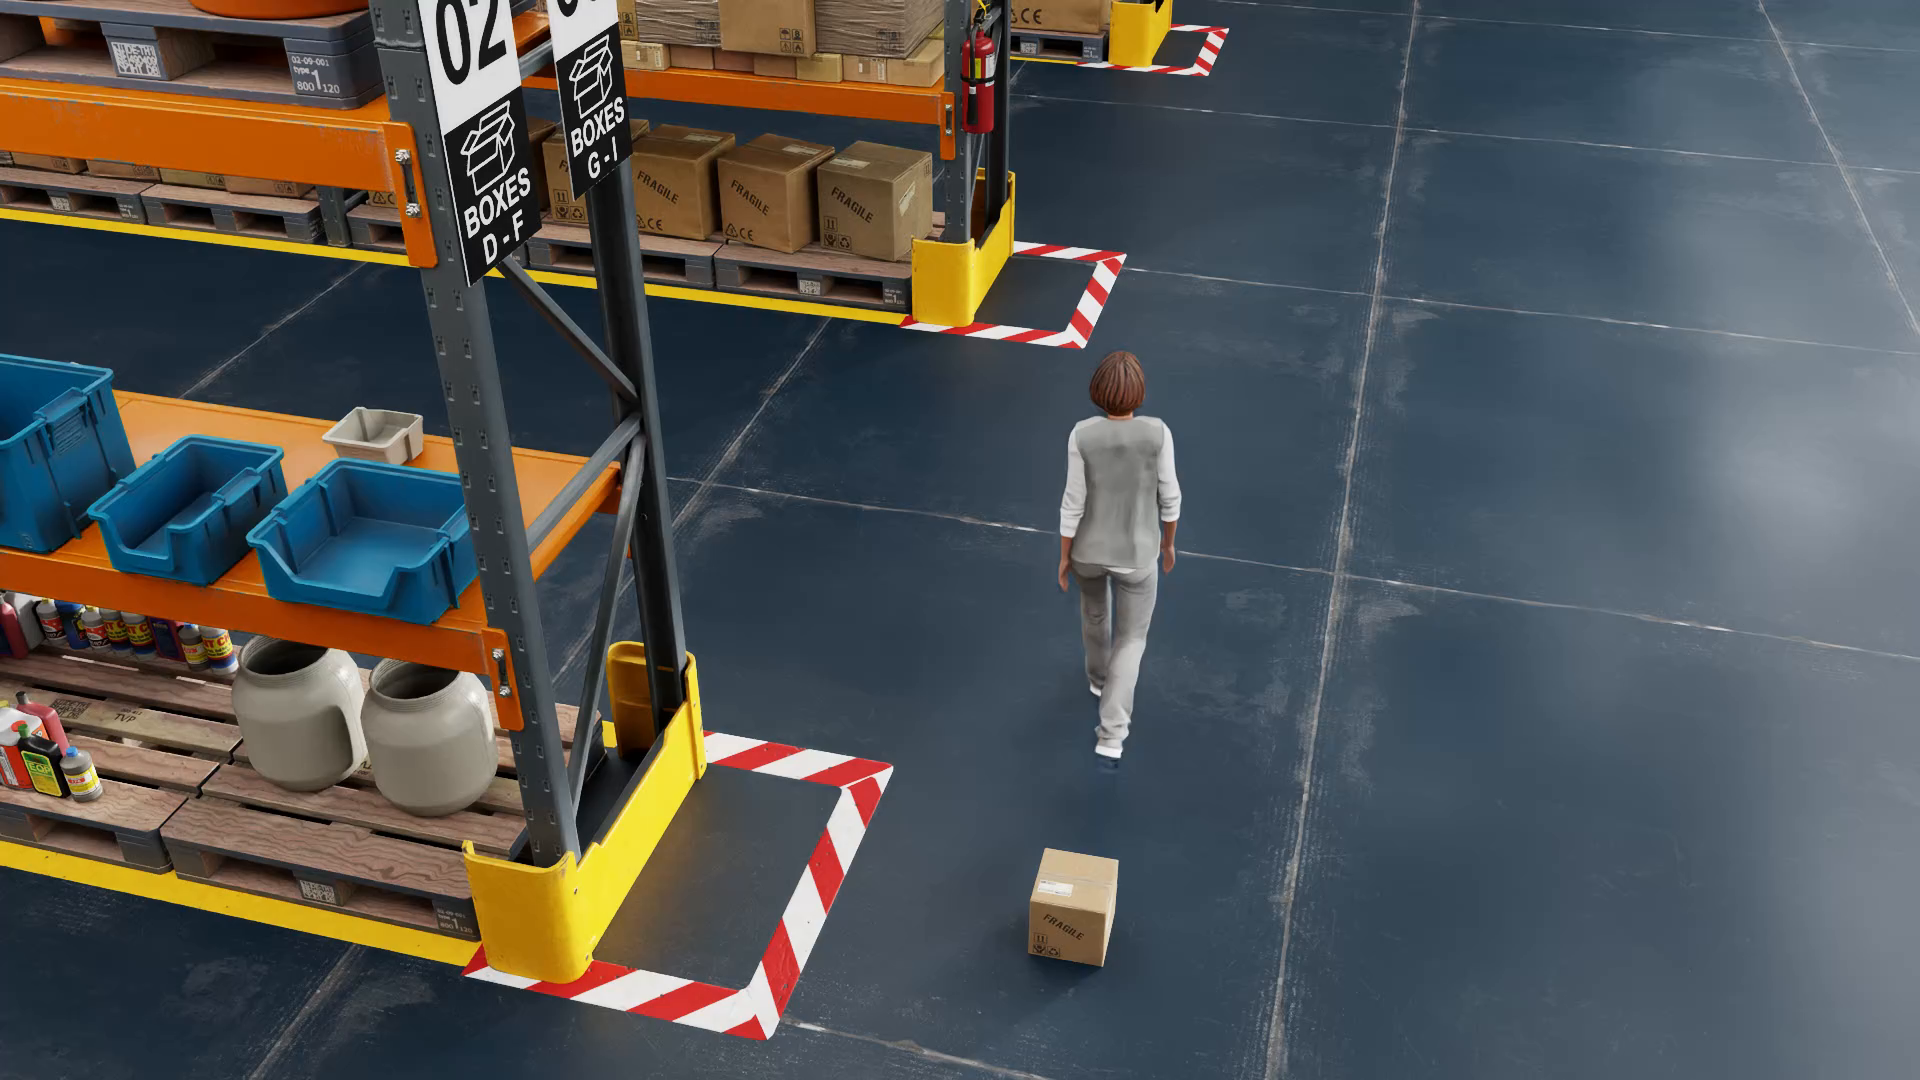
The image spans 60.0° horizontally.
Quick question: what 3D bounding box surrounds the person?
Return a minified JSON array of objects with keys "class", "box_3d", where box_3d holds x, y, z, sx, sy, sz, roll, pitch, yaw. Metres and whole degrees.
[{"class":"person","box_3d":[0.569,0.065,6.037,0.427,1.558,0.864,5,34,7]}]
